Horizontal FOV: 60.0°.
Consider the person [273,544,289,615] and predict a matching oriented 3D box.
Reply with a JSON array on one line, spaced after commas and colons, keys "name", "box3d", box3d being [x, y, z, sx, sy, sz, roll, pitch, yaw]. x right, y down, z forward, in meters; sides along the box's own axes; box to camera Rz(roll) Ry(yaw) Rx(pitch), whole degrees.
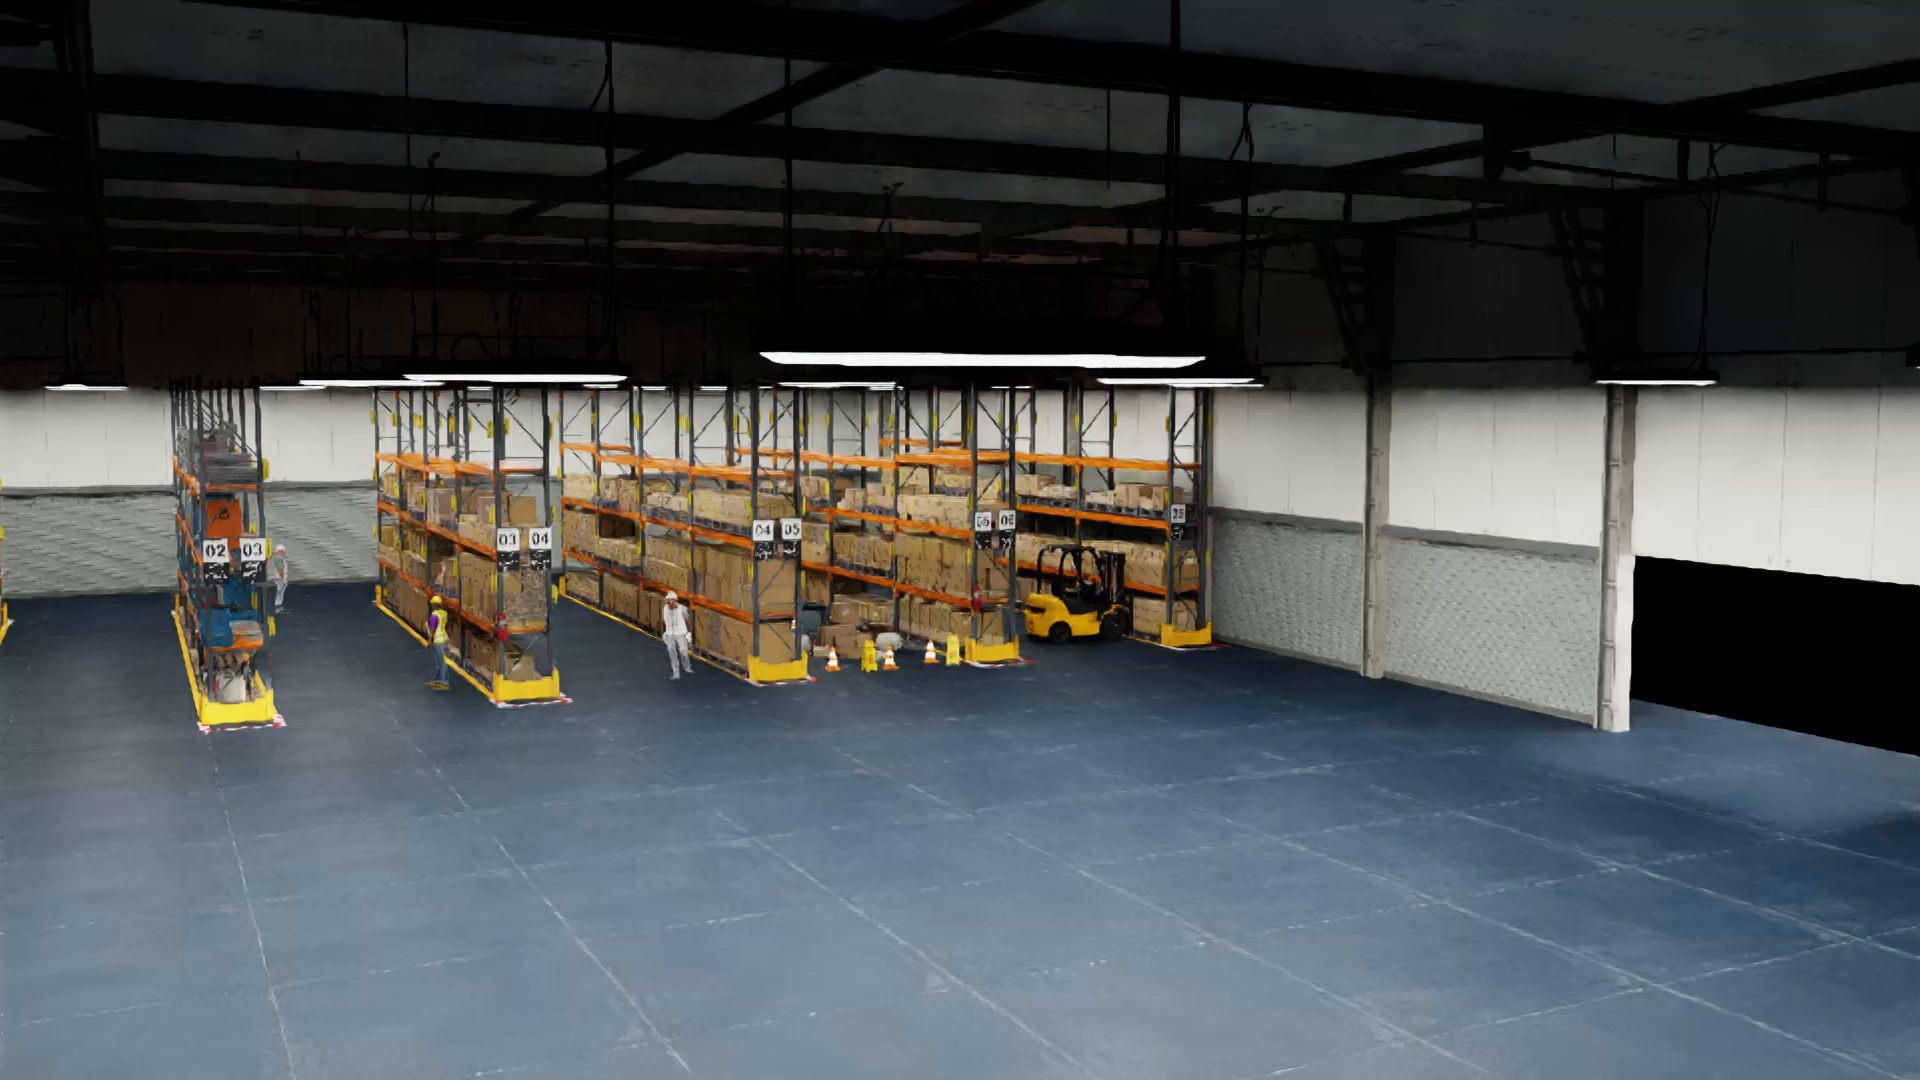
[{"name": "person", "box3d": [-17.459, 1.006, 42.771, 0.391, 1.793, 0.627, -3, 6, -28]}]

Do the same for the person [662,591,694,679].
[{"name": "person", "box3d": [-5.657, 1.886, 33.256, 0.602, 1.777, 0.575, 1, 5, 10]}]

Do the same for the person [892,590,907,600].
[{"name": "person", "box3d": [-1.604, 0.838, 45.525, 0.547, 1.652, 0.558, 0, 5, 0]}]

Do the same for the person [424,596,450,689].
[{"name": "person", "box3d": [-10.147, 1.971, 32.157, 0.573, 1.764, 0.599, 0, 5, 1]}]
